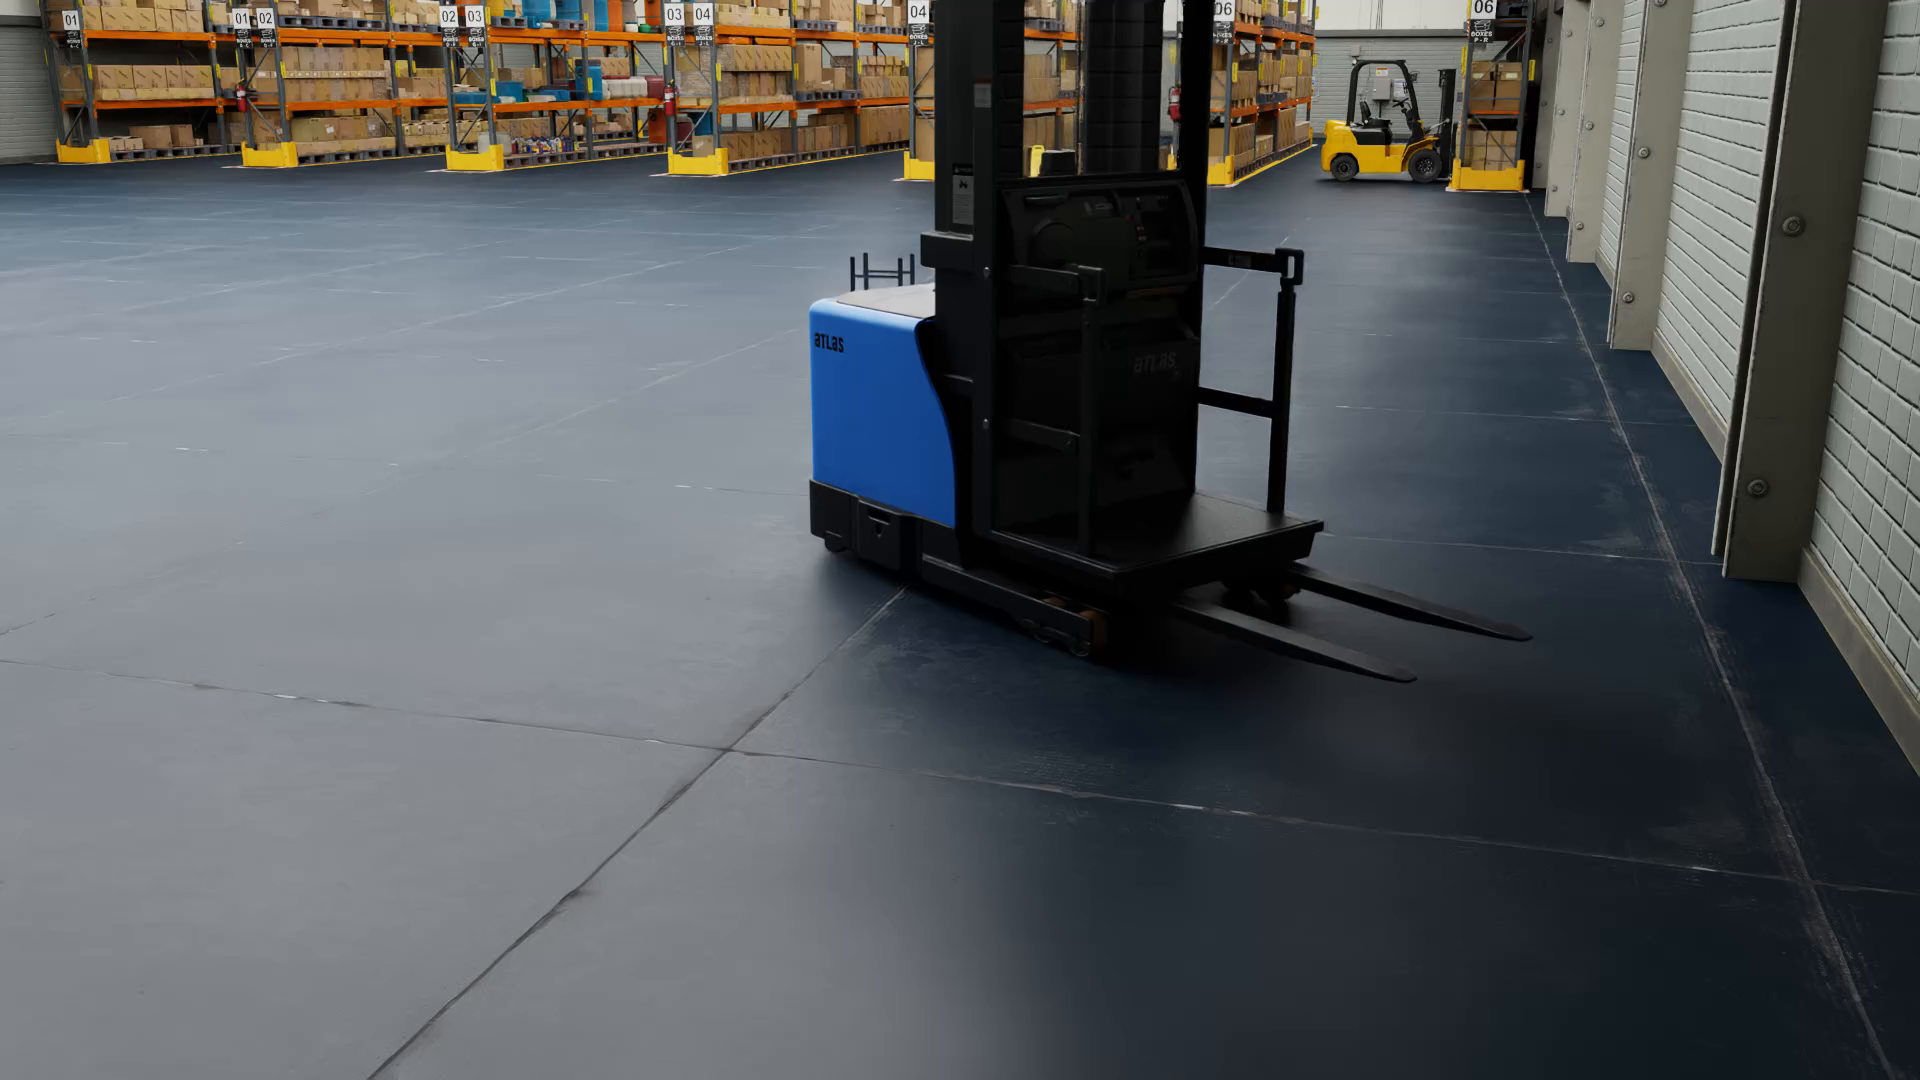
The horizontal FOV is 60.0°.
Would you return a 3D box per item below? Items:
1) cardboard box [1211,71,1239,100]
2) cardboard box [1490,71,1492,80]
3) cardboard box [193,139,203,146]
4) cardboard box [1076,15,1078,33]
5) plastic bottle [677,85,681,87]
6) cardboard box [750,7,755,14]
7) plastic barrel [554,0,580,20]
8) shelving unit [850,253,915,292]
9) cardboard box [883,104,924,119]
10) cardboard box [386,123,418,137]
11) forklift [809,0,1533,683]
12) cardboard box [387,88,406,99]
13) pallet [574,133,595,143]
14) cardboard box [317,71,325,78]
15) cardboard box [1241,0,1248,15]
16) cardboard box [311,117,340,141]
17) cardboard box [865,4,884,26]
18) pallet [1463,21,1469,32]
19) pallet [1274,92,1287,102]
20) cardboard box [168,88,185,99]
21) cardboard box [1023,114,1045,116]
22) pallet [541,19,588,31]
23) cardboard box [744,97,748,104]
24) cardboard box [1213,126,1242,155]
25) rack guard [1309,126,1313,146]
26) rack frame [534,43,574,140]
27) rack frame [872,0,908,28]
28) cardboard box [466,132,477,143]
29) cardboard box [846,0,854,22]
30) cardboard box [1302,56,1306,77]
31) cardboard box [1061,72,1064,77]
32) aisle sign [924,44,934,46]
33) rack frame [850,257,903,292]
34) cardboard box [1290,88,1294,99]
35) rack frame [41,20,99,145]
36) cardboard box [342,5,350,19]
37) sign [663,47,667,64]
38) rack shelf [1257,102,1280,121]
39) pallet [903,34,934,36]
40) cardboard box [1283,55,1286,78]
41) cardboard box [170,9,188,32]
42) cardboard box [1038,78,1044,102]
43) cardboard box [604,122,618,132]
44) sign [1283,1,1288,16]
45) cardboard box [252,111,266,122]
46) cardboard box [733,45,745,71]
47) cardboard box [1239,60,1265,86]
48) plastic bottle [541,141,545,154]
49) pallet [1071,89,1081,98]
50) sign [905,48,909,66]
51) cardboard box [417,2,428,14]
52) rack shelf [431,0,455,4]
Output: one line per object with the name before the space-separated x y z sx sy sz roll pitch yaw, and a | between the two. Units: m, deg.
cardboard box | 4.723 -8.175 29.924 0.500 0.500 0.500 4 16 15
cardboard box | 9.089 -8.102 29.024 0.380 0.149 0.250 5 17 17
cardboard box | -18.413 -9.555 39.904 0.380 0.166 0.250 2 16 9
cardboard box | 2.511 -12.214 39.213 0.500 0.500 0.500 5 16 16
plastic bottle | -7.344 -11.719 43.376 0.152 0.276 0.135 5 16 16
cardboard box | -4.389 -10.742 33.753 0.380 0.149 0.250 4 16 14
plastic barrel | -8.855 -11.914 37.421 0.600 0.901 0.708 5 16 16
shelving unit | -0.343 -0.687 7.552 0.258 1.200 0.189 4 16 15
cardboard box | -1.505 -11.135 44.215 0.875 0.875 0.875 5 16 16
cardboard box | -13.183 -9.703 39.283 0.500 0.311 0.500 5 16 16
forklift | 0.663 -1.149 6.007 1.130 2.935 3.031 -12 20 -37
cardboard box | -13.441 -10.525 39.215 0.500 0.250 0.500 6 17 19
pallet | -11.070 -11.396 47.121 1.003 0.211 1.213 5 16 16
cardboard box | -14.066 -10.135 36.192 0.380 0.149 0.250 4 16 14
cardboard box | 4.996 -9.774 30.524 0.500 0.250 0.500 5 17 18
cardboard box | -14.040 -9.044 36.614 0.500 0.500 0.500 5 16 16
cardboard box | -2.346 -12.973 41.115 0.797 0.503 0.637 4 16 15
pallet | 11.948 -11.552 37.409 1.213 0.211 1.003 5 16 16
pallet | 6.495 -9.687 36.336 1.213 0.211 1.003 5 16 16
cardboard box | -18.412 -10.376 38.652 0.500 0.250 0.500 5 16 16
cardboard box | 1.764 -9.891 39.140 0.500 0.250 0.500 4 16 15
pallet | -8.903 -11.236 36.295 1.213 0.211 1.003 5 16 16
cardboard box | -4.521 -8.912 33.714 0.380 0.149 0.250 5 16 16
cardboard box | 4.967 -7.454 31.007 0.500 0.500 0.500 4 16 14
rack guard | 8.876 -10.871 44.739 1.175 0.500 0.348 5 16 16
rack frame | -11.266 -12.558 46.107 1.000 3.000 0.127 5 16 16
rack frame | -1.769 -14.675 42.577 1.000 3.000 0.127 5 16 16
cardboard box | -12.461 -10.099 41.707 0.500 0.250 0.500 4 16 15
cardboard box | -2.802 -12.330 38.706 0.500 0.500 0.500 5 17 17
cardboard box | 8.406 -11.920 41.843 0.500 0.500 0.500 5 17 17
cardboard box | 2.212 -10.875 38.774 0.380 0.149 0.250 4 16 14
aisle sign | -0.900 -14.128 46.879 0.394 0.787 0.004 5 16 16
rack frame | -0.366 -0.663 7.467 0.240 1.200 0.006 4 16 15
cardboard box | 7.701 -10.678 39.754 0.500 0.250 0.500 4 16 15
rack frame | -19.427 -9.802 36.389 1.000 3.000 0.127 5 16 16
cardboard box | -14.089 -11.882 37.364 0.500 0.311 0.500 4 16 13
sign | -5.706 -9.407 32.296 0.100 0.325 0.005 5 16 16
rack shelf | 6.027 -9.105 35.250 1.077 0.370 4.000 5 16 16
pallet | -1.178 -13.721 44.872 1.003 0.211 1.213 5 16 16
cardboard box | 7.102 -10.744 37.695 0.500 0.500 0.500 5 16 16
cardboard box | -18.352 -12.066 38.657 0.500 0.500 0.500 3 16 11
cardboard box | 1.523 -9.845 36.359 0.500 0.500 0.500 5 17 17
cardboard box | -10.346 -12.086 48.675 0.500 0.250 0.500 5 16 16
sign | 7.115 -11.623 36.366 0.100 0.325 0.005 5 16 16
cardboard box | -17.831 -10.664 41.829 0.500 0.250 0.500 4 16 14
cardboard box | -4.613 -9.575 33.028 0.500 0.500 0.500 5 16 16
cardboard box | 5.867 -9.421 33.549 0.500 0.500 0.500 5 17 17
plastic bottle | -9.017 -8.472 35.896 0.097 0.271 0.097 0 16 0
pallet | 2.344 -10.760 40.120 1.003 0.211 1.213 5 16 16
sign | -0.969 -8.955 30.848 0.100 0.325 0.005 5 16 16
cardboard box | -15.545 -15.088 47.477 0.500 0.500 0.500 4 16 15
rack shelf | -15.448 -15.812 48.637 1.077 0.370 4.000 5 16 16
